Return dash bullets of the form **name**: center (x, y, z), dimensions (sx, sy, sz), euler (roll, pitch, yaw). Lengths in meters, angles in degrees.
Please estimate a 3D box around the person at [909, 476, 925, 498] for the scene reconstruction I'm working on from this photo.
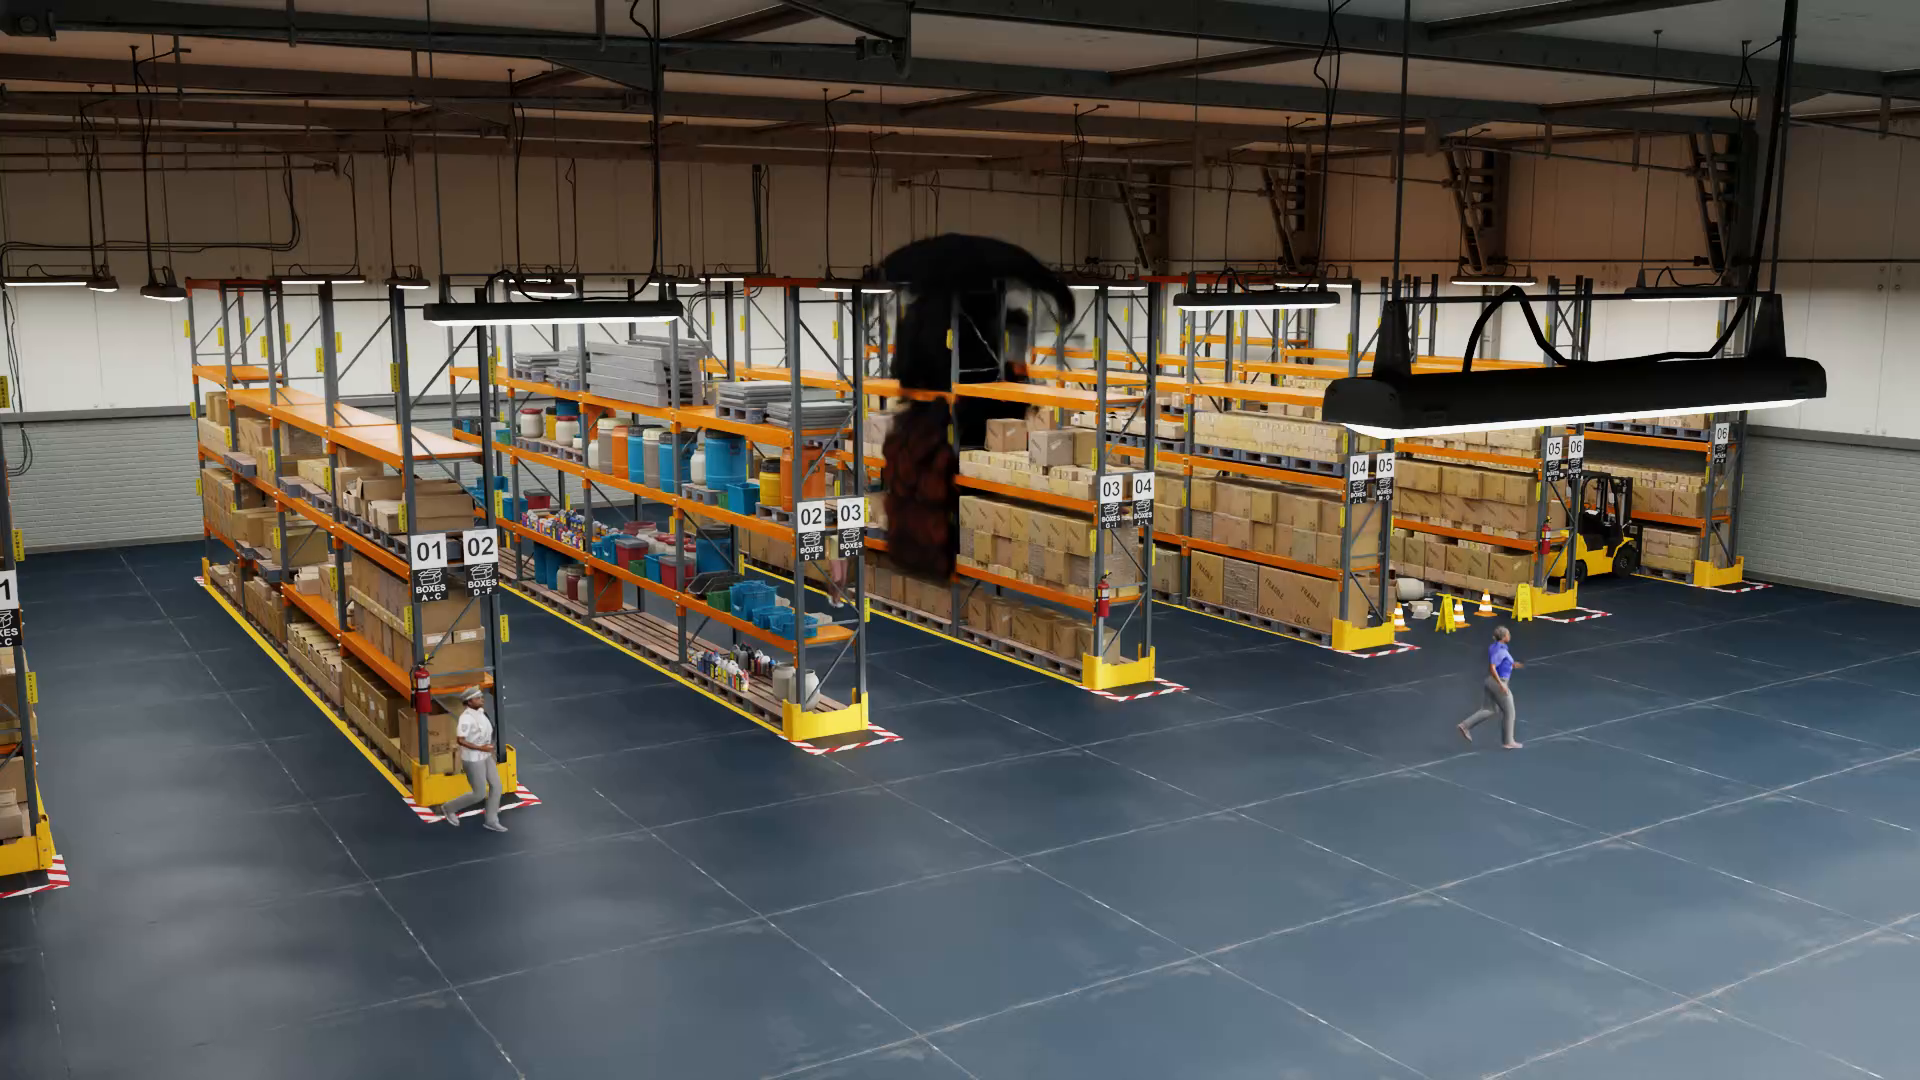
- **person**: center (-0.790, -0.571, 36.105), dimensions (0.673, 1.751, 0.656), euler (-5, 11, -27)

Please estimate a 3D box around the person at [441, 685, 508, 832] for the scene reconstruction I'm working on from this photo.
- **person**: center (-5.429, 2.447, 18.534), dimensions (0.718, 1.711, 0.584), euler (1, 10, 6)

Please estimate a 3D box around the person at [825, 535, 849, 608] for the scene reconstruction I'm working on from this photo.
- **person**: center (-2.113, 0.373, 29.134), dimensions (0.624, 1.663, 0.478), euler (-5, 11, -27)

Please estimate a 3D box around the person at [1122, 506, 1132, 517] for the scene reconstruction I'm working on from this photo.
- **person**: center (2.910, 0.119, 30.372), dimensions (0.727, 1.760, 0.849), euler (-7, 12, -37)

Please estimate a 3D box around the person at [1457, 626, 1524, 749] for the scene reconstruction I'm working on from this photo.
- **person**: center (6.950, 1.920, 21.609), dimensions (0.846, 1.627, 0.578), euler (-1, 10, -3)
